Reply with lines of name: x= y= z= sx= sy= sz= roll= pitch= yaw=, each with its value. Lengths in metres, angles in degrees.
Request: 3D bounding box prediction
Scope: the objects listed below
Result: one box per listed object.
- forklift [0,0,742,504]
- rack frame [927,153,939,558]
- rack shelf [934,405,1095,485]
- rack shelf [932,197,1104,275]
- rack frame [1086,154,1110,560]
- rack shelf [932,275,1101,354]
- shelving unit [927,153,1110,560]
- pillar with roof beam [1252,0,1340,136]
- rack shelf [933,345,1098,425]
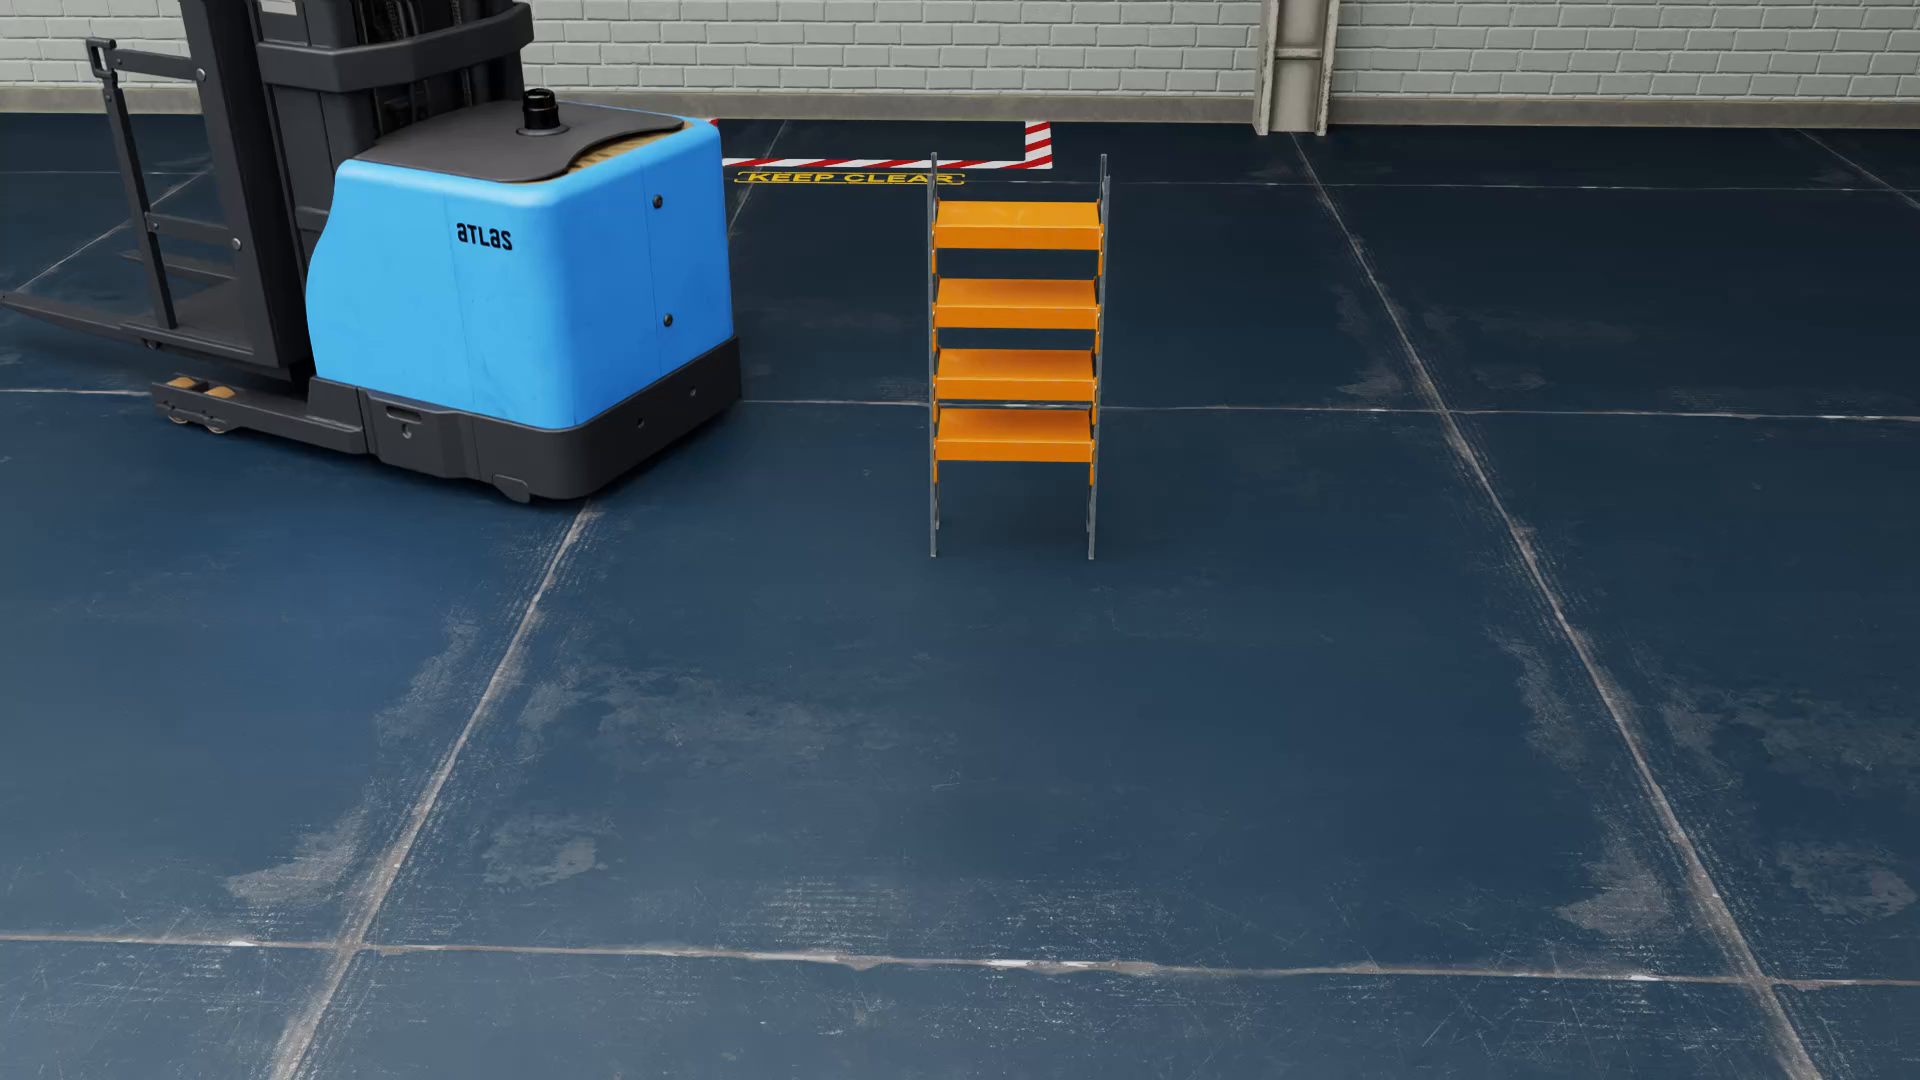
forklift: x=-2.351 y=-1.882 z=5.670 sx=3.031 sy=2.935 sz=1.130 roll=13 pitch=31 yaw=23
rack frame: x=-0.078 y=-0.531 z=4.971 sx=0.015 sy=1.200 sz=0.240 roll=1 pitch=28 yaw=2
rack shelf: x=0.165 y=-0.293 z=5.088 sx=0.480 sy=0.148 sz=0.258 roll=1 pitch=28 yaw=2
rack shelf: x=0.165 y=-0.875 z=4.780 sx=0.480 sy=0.148 sz=0.258 roll=1 pitch=28 yaw=2
rack frame: x=0.409 y=-0.523 z=4.956 sx=0.015 sy=1.200 sz=0.240 roll=1 pitch=28 yaw=2
rack shelf: x=0.165 y=-0.666 z=4.891 sx=0.480 sy=0.148 sz=0.258 roll=1 pitch=28 yaw=2
shelving unit: x=0.165 y=-0.527 z=4.964 sx=0.503 sy=1.200 sz=0.258 roll=1 pitch=28 yaw=2
pillar with roof beam: x=1.793 y=-4.396 z=3.935 sx=0.400 sy=9.000 sz=9.100 roll=1 pitch=28 yaw=2
rack shelf: x=0.165 y=-0.468 z=4.995 sx=0.480 sy=0.148 sz=0.258 roll=1 pitch=28 yaw=2
